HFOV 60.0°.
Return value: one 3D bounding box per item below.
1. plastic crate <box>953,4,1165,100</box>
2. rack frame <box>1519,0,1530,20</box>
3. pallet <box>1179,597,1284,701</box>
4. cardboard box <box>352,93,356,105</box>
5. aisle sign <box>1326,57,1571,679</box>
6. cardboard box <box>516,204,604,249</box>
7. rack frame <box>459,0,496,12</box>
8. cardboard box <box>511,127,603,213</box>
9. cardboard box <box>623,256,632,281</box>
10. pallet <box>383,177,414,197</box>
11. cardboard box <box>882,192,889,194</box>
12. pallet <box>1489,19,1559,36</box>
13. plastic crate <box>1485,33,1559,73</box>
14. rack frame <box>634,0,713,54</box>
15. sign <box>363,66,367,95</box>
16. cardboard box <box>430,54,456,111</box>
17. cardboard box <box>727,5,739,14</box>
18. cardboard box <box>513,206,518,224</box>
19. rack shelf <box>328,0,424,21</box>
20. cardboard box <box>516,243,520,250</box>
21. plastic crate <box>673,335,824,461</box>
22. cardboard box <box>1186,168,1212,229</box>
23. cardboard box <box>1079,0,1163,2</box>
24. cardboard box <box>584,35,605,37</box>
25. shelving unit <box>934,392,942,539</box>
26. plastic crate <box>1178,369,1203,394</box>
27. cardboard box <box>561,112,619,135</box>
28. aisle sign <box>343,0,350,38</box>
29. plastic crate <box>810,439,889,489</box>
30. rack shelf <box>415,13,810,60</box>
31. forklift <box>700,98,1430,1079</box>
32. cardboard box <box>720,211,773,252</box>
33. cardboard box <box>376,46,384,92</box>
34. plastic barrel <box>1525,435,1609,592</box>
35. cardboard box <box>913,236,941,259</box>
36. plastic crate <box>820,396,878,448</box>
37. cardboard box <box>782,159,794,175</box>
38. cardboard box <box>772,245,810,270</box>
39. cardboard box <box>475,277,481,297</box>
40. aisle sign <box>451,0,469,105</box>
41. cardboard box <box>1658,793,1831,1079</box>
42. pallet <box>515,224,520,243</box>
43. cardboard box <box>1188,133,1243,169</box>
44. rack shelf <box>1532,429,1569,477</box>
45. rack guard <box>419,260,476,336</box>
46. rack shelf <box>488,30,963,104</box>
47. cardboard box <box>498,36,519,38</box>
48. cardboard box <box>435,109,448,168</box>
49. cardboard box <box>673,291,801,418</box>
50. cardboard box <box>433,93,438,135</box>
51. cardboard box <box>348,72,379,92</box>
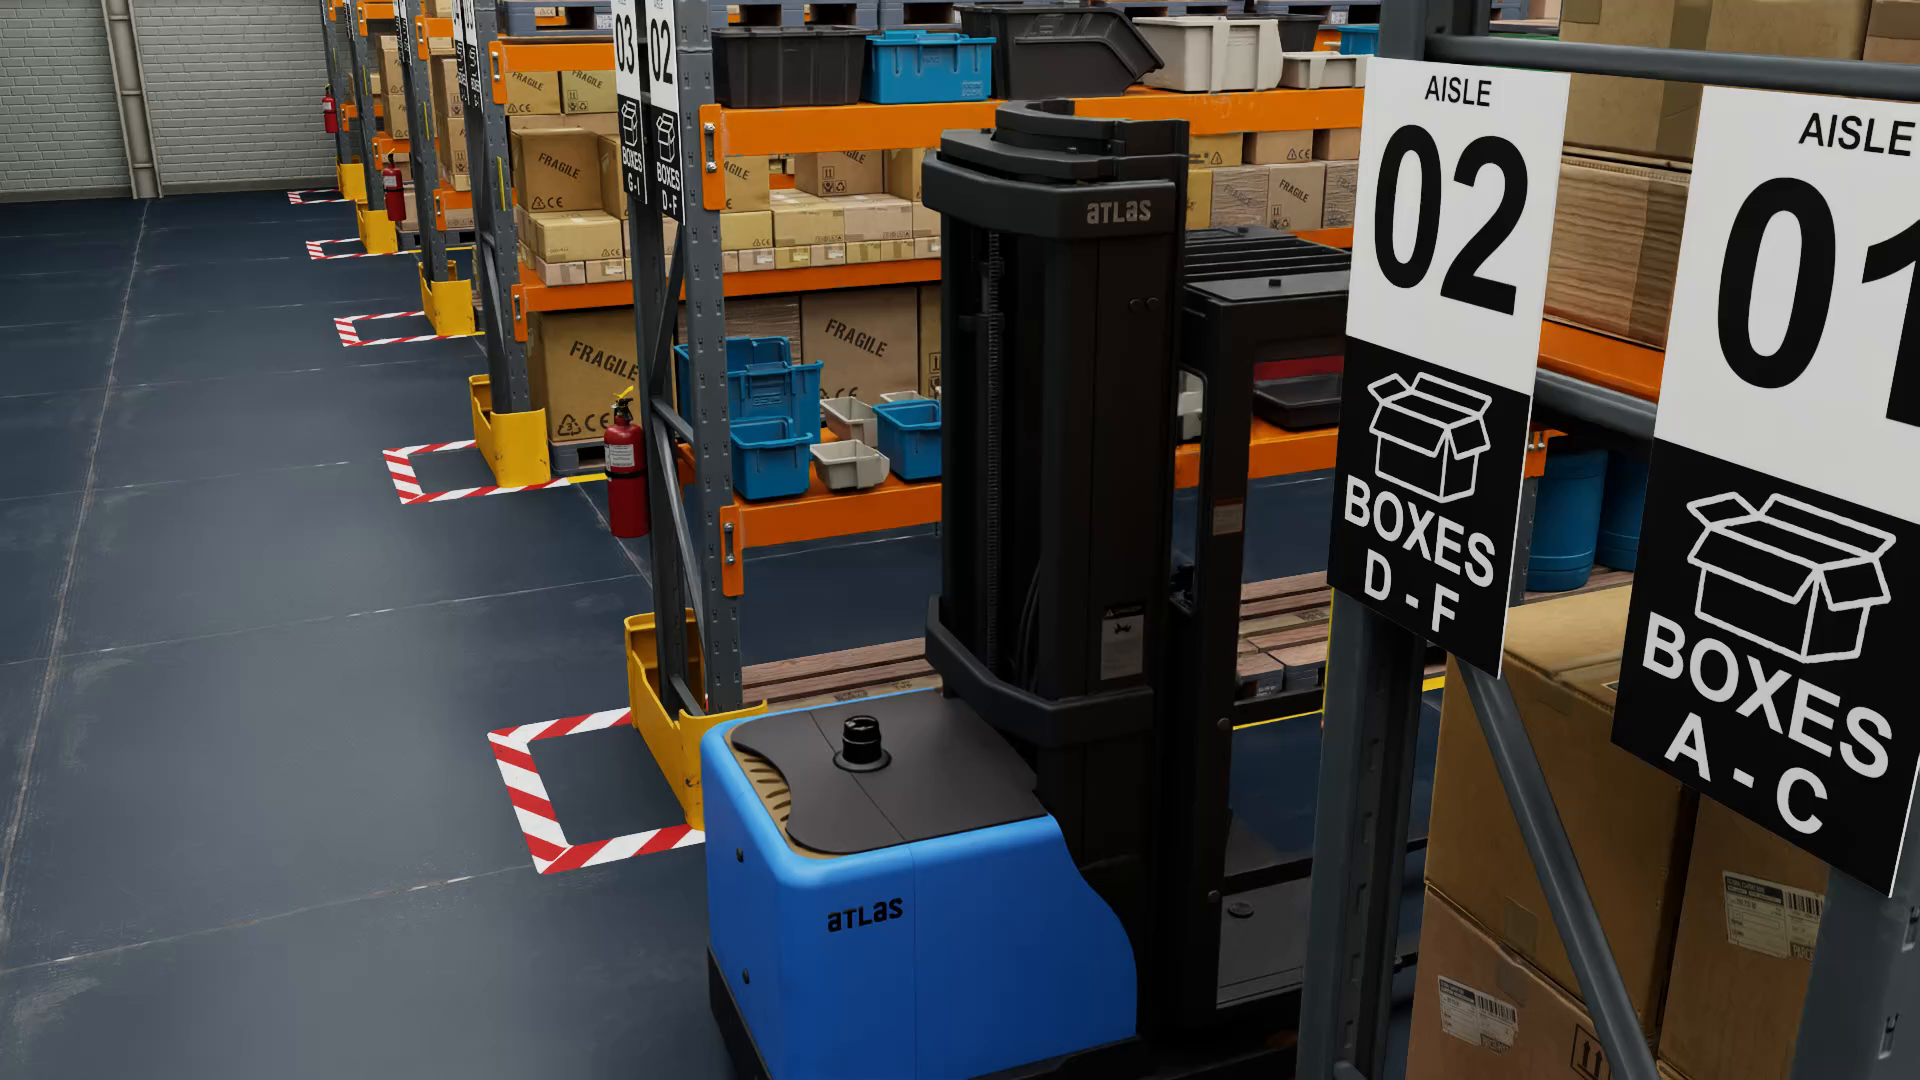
[{"bbox_3d":[0.386,-1.947,6.612,0.767,0.338,0.504,-8,21,-22],"label":"plastic crate"},{"bbox_3d":[4.258,-3.007,14.046,0.127,3.000,1.000,-8,21,-22],"label":"rack frame"},{"bbox_3d":[0.765,0.615,7.957,1.213,0.211,1.003,-8,21,-22],"label":"pallet"},{"bbox_3d":[-8.572,-6.331,23.864,0.250,0.149,0.380,-8,21,-22],"label":"cardboard box"},{"bbox_3d":[0.649,-0.244,2.284,0.004,0.787,0.394,-8,21,-22],"label":"aisle sign"},{"bbox_3d":[-2.748,-2.169,11.443,0.500,0.250,0.500,-9,21,-23],"label":"cardboard box"},{"bbox_3d":[-3.088,-4.784,10.060,0.127,3.000,1.000,-8,21,-22],"label":"rack frame"},{"bbox_3d":[-2.744,-2.522,11.317,0.500,0.500,0.500,-8,21,-21],"label":"cardboard box"},{"bbox_3d":[-2.161,-1.850,11.138,0.250,0.149,0.380,-9,21,-23],"label":"cardboard box"},{"bbox_3d":[-8.181,-5.289,24.727,1.213,0.211,1.003,-8,21,-22],"label":"pallet"},{"bbox_3d":[-0.409,-2.504,12.396,0.500,0.250,0.500,-8,21,-22],"label":"cardboard box"},{"bbox_3d":[3.228,-2.429,8.172,1.003,0.211,1.213,-8,21,-22],"label":"pallet"},{"bbox_3d":[2.278,-2.137,7.378,0.662,0.188,0.450,-8,21,-22],"label":"plastic crate"},{"bbox_3d":[-1.126,-3.274,5.771,0.127,3.000,1.000,-8,21,-22],"label":"rack frame"},{"bbox_3d":[-6.799,-5.252,19.000,0.005,0.325,0.100,-8,21,-22],"label":"sign"},{"bbox_3d":[-4.638,-4.276,15.544,0.500,0.500,0.500,-9,21,-23],"label":"cardboard box"},{"bbox_3d":[-2.093,-5.142,15.818,0.500,0.250,0.500,-8,21,-22],"label":"cardboard box"},{"bbox_3d":[-5.610,-4.206,20.678,0.875,0.438,0.875,-8,21,-20],"label":"cardboard box"},{"bbox_3d":[-7.146,-7.828,24.306,4.000,0.370,1.077,-8,21,-22],"label":"rack shelf"},{"bbox_3d":[-4.320,-2.777,16.156,0.250,0.149,0.380,-8,21,-21],"label":"cardboard box"},{"bbox_3d":[-0.892,-0.590,7.038,0.499,0.435,0.616,-8,21,-22],"label":"plastic crate"},{"bbox_3d":[1.568,-2.579,12.678,0.500,0.500,0.500,-8,21,-22],"label":"cardboard box"},{"bbox_3d":[1.114,-4.220,12.192,0.500,0.500,0.700,-8,21,-21],"label":"cardboard box"},{"bbox_3d":[-4.456,-6.076,20.129,0.250,0.149,0.380,-8,21,-22],"label":"cardboard box"},{"bbox_3d":[-0.007,-0.423,9.870,0.210,0.900,0.258,-8,21,-22],"label":"shelving unit"},{"bbox_3d":[1.072,-0.798,7.860,0.530,0.282,0.437,-8,21,-22],"label":"plastic crate"},{"bbox_3d":[-3.502,-3.781,15.647,0.500,0.500,0.500,-8,21,-21],"label":"cardboard box"},{"bbox_3d":[-7.202,-6.288,19.449,0.004,0.787,0.394,-8,21,-22],"label":"aisle sign"},{"bbox_3d":[-0.441,-0.297,6.656,0.298,0.136,0.250,-8,21,-22],"label":"plastic crate"},{"bbox_3d":[-3.123,-4.819,15.759,4.000,0.370,1.077,-8,21,-22],"label":"rack shelf"},{"bbox_3d":[0.749,0.165,5.141,3.031,2.935,1.130,-8,21,-21],"label":"forklift"},{"bbox_3d":[-1.603,-2.140,11.362,0.500,0.250,0.500,-9,21,-24],"label":"cardboard box"},{"bbox_3d":[-6.665,-5.631,19.843,0.500,0.500,0.500,-7,21,-20],"label":"cardboard box"},{"bbox_3d":[3.053,-0.245,8.729,0.708,0.901,0.600,-8,21,-22],"label":"plastic barrel"},{"bbox_3d":[-0.273,-2.121,11.907,0.250,0.149,0.380,-8,21,-21],"label":"cardboard box"},{"bbox_3d":[-0.449,-0.511,7.262,0.243,0.136,0.396,-8,21,-22],"label":"plastic crate"},{"bbox_3d":[-1.650,-3.712,16.426,0.250,0.149,0.380,-9,21,-23],"label":"cardboard box"},{"bbox_3d":[-1.219,-1.985,11.521,0.250,0.149,0.380,-9,21,-23],"label":"cardboard box"},{"bbox_3d":[-4.559,-2.467,16.171,0.250,0.149,0.380,-8,21,-21],"label":"cardboard box"},{"bbox_3d":[-3.273,-3.263,10.858,0.004,0.787,0.394,-8,21,-22],"label":"aisle sign"},{"bbox_3d":[1.345,0.570,2.230,0.500,0.500,0.500,-7,21,-20],"label":"cardboard box"},{"bbox_3d":[-5.191,-3.950,20.921,1.213,0.211,1.003,-8,21,-22],"label":"pallet"},{"bbox_3d":[1.803,-3.174,12.860,0.637,0.503,0.797,-8,21,-21],"label":"cardboard box"},{"bbox_3d":[4.383,-0.894,9.128,4.000,0.370,1.077,-8,21,-22],"label":"rack shelf"},{"bbox_3d":[-4.890,-2.311,15.834,0.348,0.500,1.175,-8,21,-22],"label":"rack guard"},{"bbox_3d":[-1.251,-3.293,11.425,4.000,0.370,1.077,-8,21,-22],"label":"rack shelf"},{"bbox_3d":[-5.380,-5.930,19.714,0.250,0.149,0.380,-8,21,-21],"label":"cardboard box"},{"bbox_3d":[-4.649,-3.805,15.715,0.500,0.500,0.500,-8,21,-21],"label":"cardboard box"},{"bbox_3d":[-1.696,-1.379,11.988,0.875,0.875,0.875,-8,21,-22],"label":"cardboard box"},{"bbox_3d":[-6.005,-5.074,19.767,0.500,0.500,0.500,-8,21,-23],"label":"cardboard box"},{"bbox_3d":[-8.665,-6.701,24.314,0.500,0.250,0.500,-8,21,-20],"label":"cardboard box"}]
